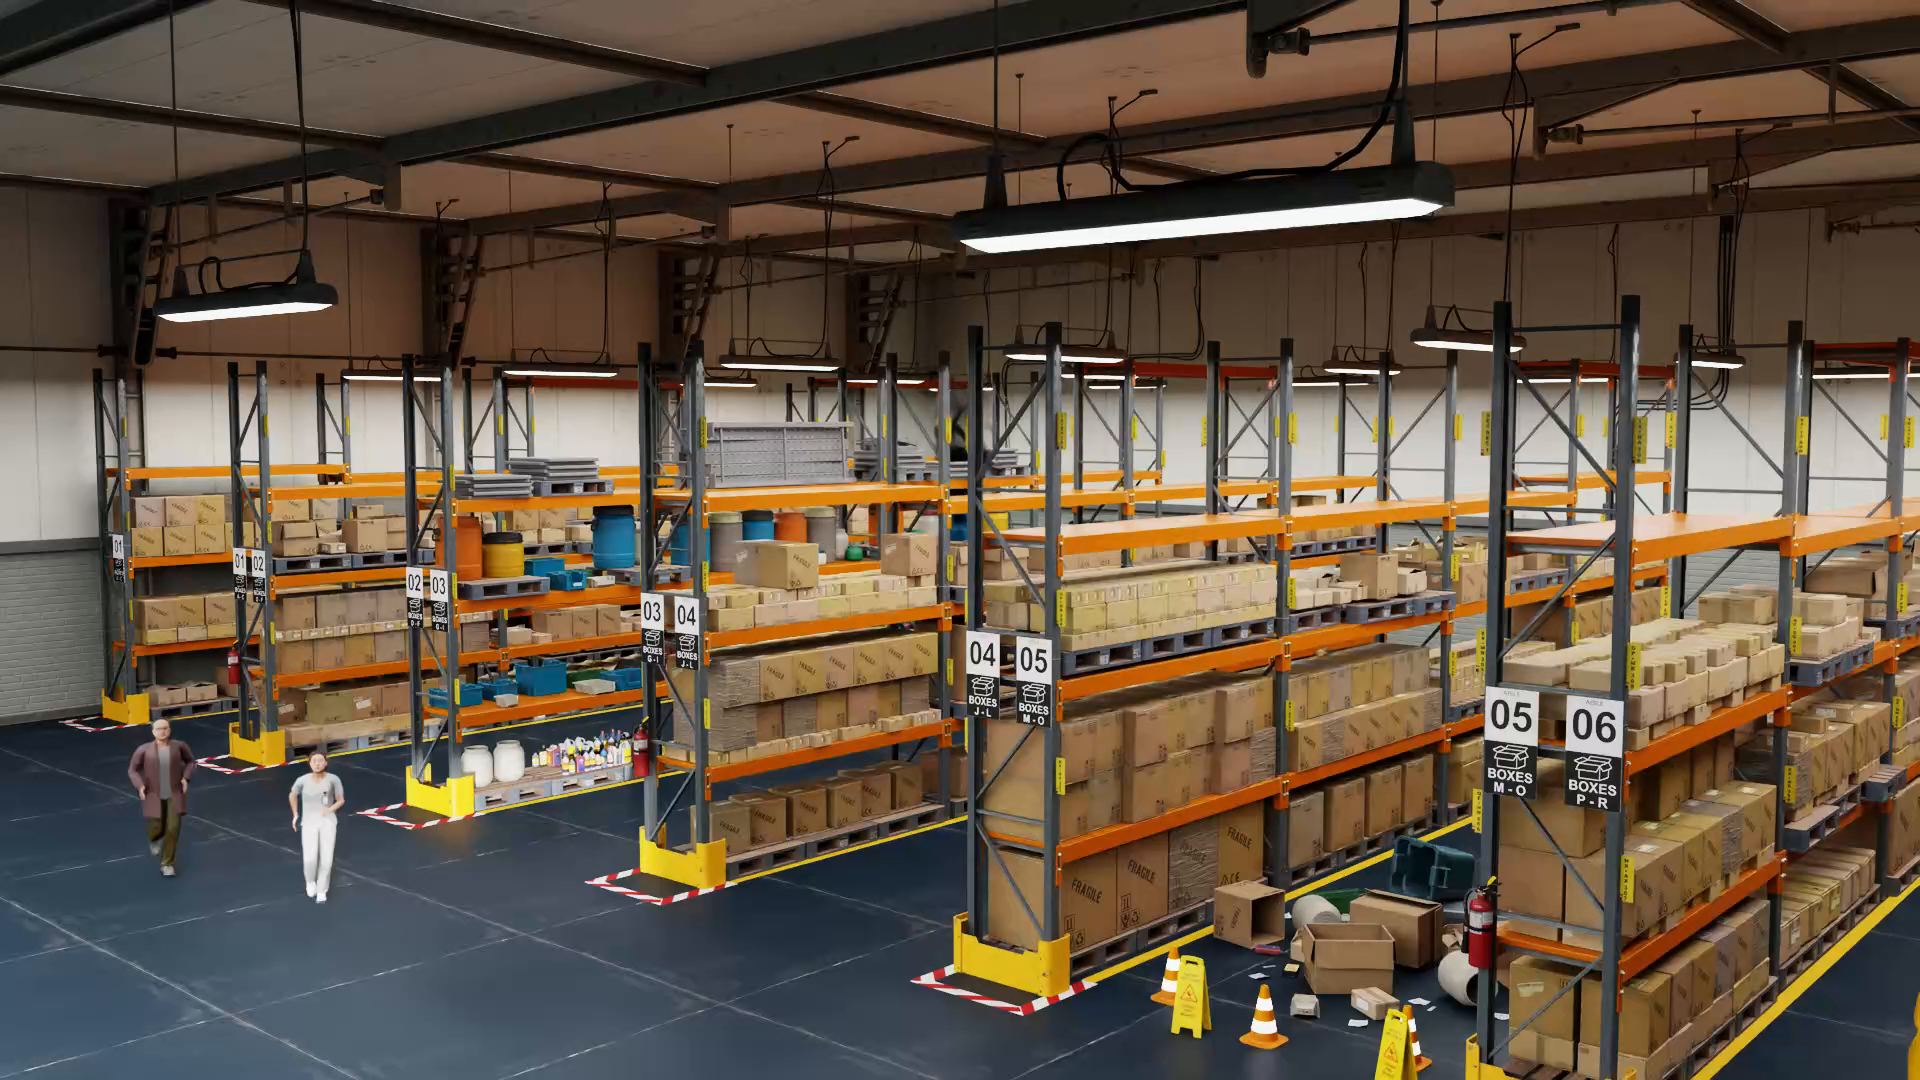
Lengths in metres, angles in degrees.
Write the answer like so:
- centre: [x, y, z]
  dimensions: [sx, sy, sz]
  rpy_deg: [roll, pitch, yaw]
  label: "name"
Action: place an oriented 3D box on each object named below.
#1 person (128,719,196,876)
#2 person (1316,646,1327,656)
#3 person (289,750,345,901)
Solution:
- centre: [-9.075, 2.907, 18.957]
  dimensions: [0.710, 1.744, 0.770]
  rpy_deg: [-3, 5, -32]
  label: "person"
- centre: [5.595, 2.464, 25.727]
  dimensions: [0.580, 1.635, 0.644]
  rpy_deg: [3, 5, 37]
  label: "person"
- centre: [-6.814, 3.045, 17.641]
  dimensions: [0.552, 1.633, 0.580]
  rpy_deg: [-2, 5, -21]
  label: "person"
